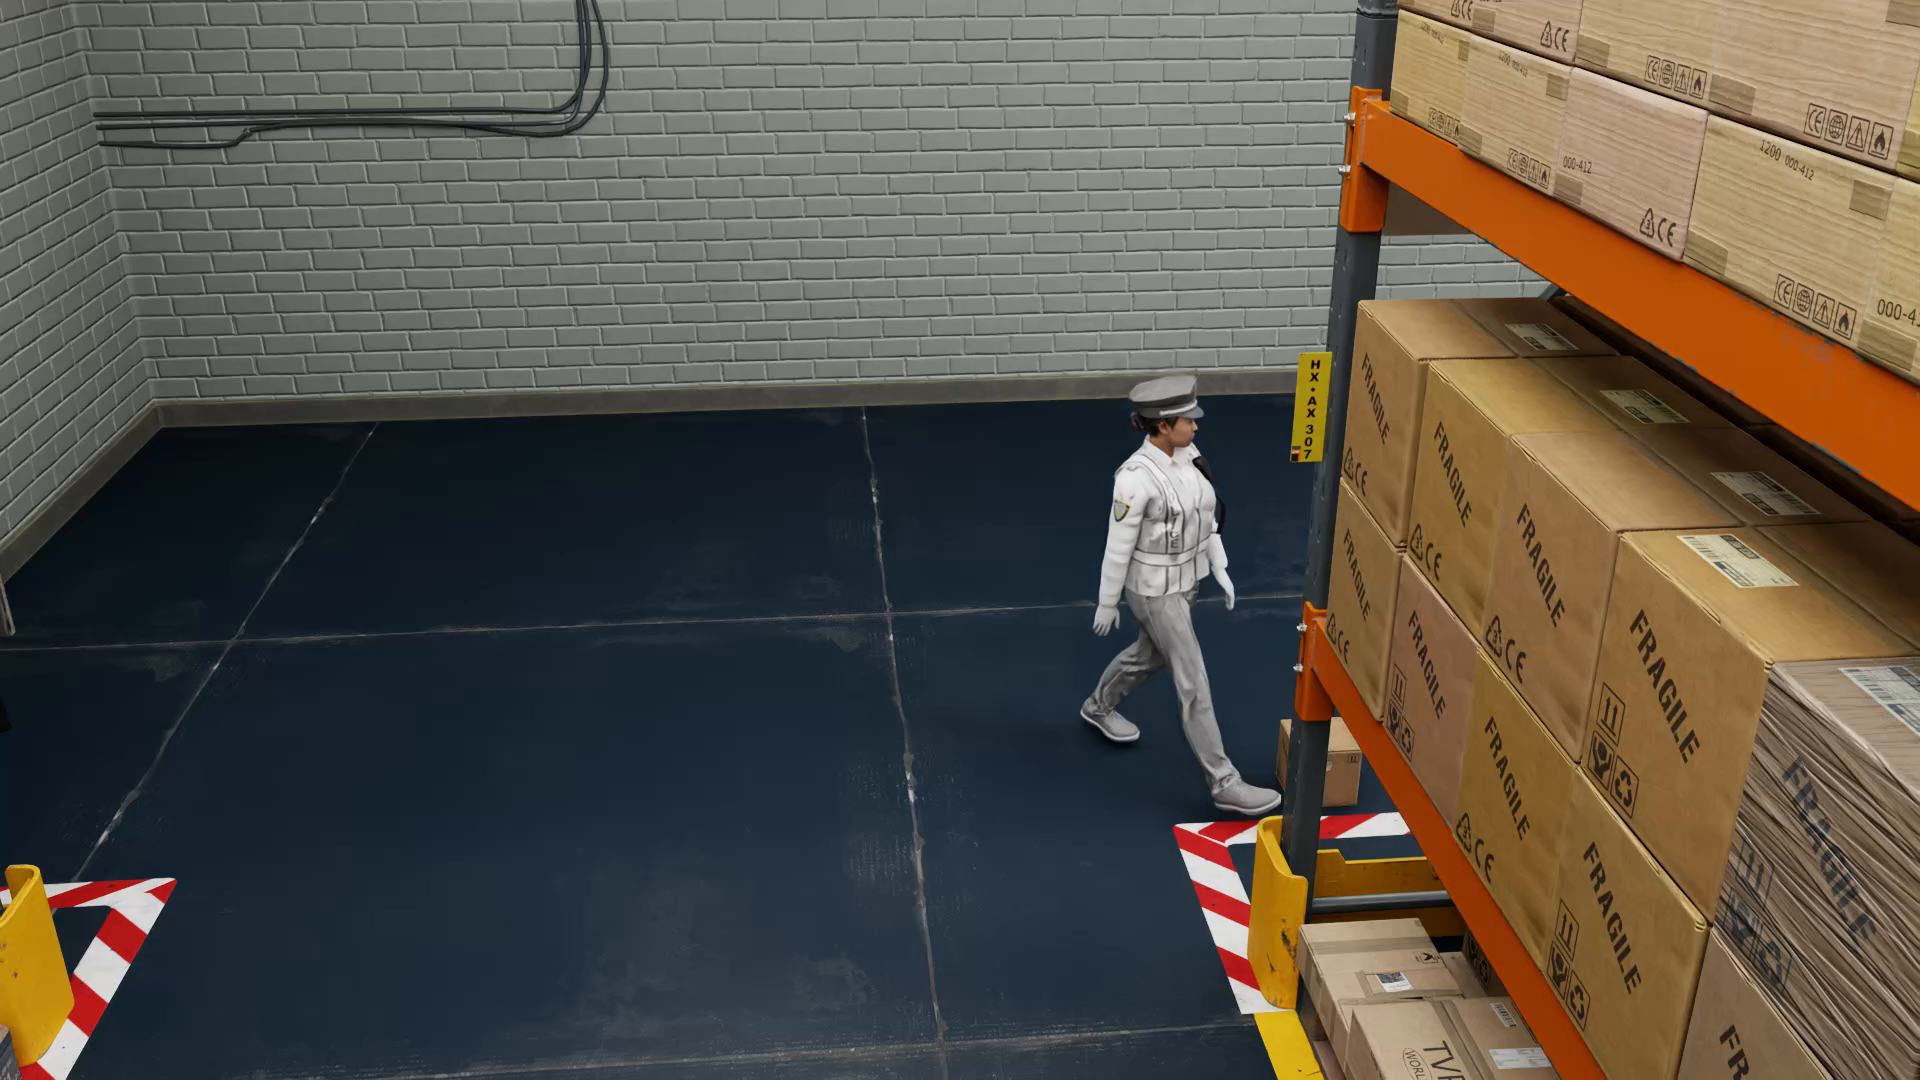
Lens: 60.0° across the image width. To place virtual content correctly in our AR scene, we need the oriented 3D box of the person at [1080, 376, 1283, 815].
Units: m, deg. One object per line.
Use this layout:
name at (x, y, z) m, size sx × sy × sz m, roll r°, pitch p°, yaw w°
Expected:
person at (0.855, 0.171, 6.212) m, size 1.004 × 1.605 × 0.515 m, roll 16°, pitch 29°, yaw 32°
